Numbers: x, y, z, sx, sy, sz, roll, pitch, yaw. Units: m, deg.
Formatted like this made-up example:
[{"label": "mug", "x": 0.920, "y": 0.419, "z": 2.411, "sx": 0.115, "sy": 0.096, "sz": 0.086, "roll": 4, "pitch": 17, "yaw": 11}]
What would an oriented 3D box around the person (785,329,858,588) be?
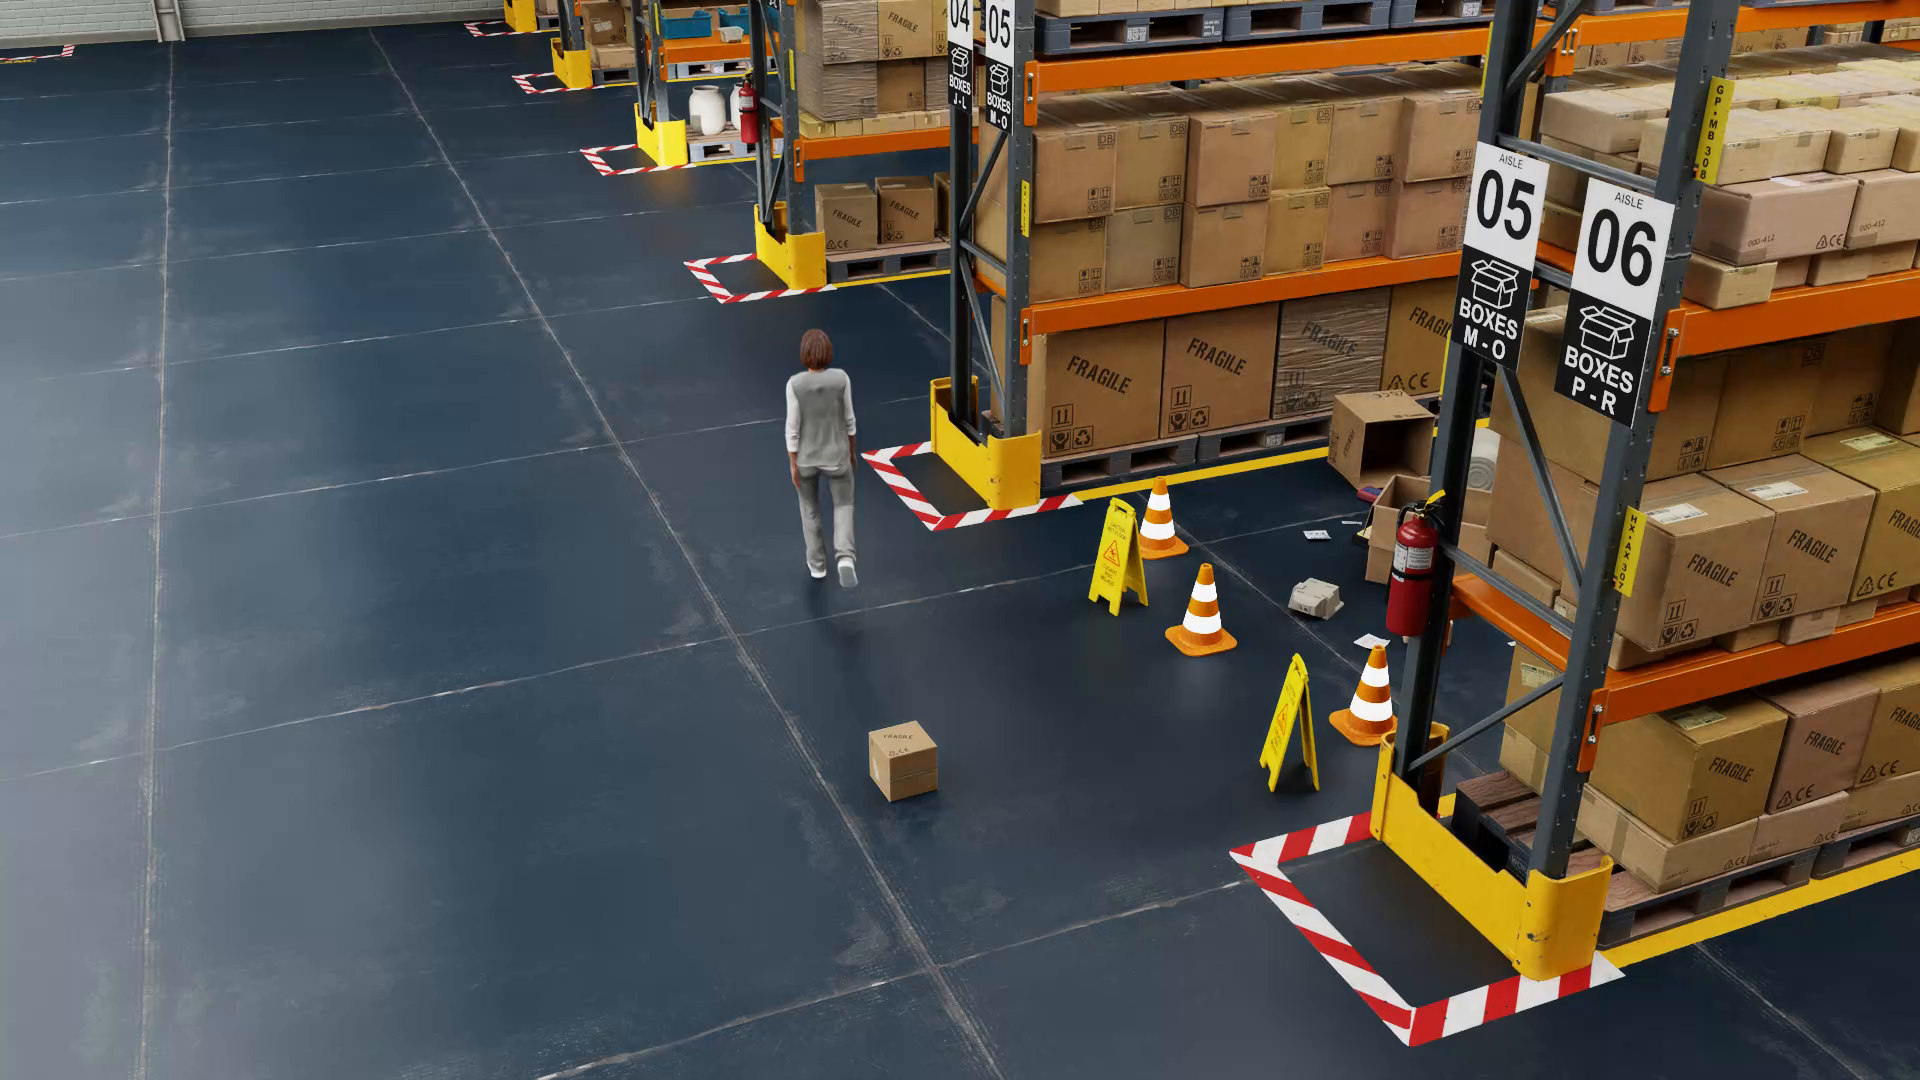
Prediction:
[{"label": "person", "x": -0.781, "y": -0.443, "z": 9.477, "sx": 0.415, "sy": 1.577, "sz": 0.683, "roll": -5, "pitch": 27, "yaw": -9}]
